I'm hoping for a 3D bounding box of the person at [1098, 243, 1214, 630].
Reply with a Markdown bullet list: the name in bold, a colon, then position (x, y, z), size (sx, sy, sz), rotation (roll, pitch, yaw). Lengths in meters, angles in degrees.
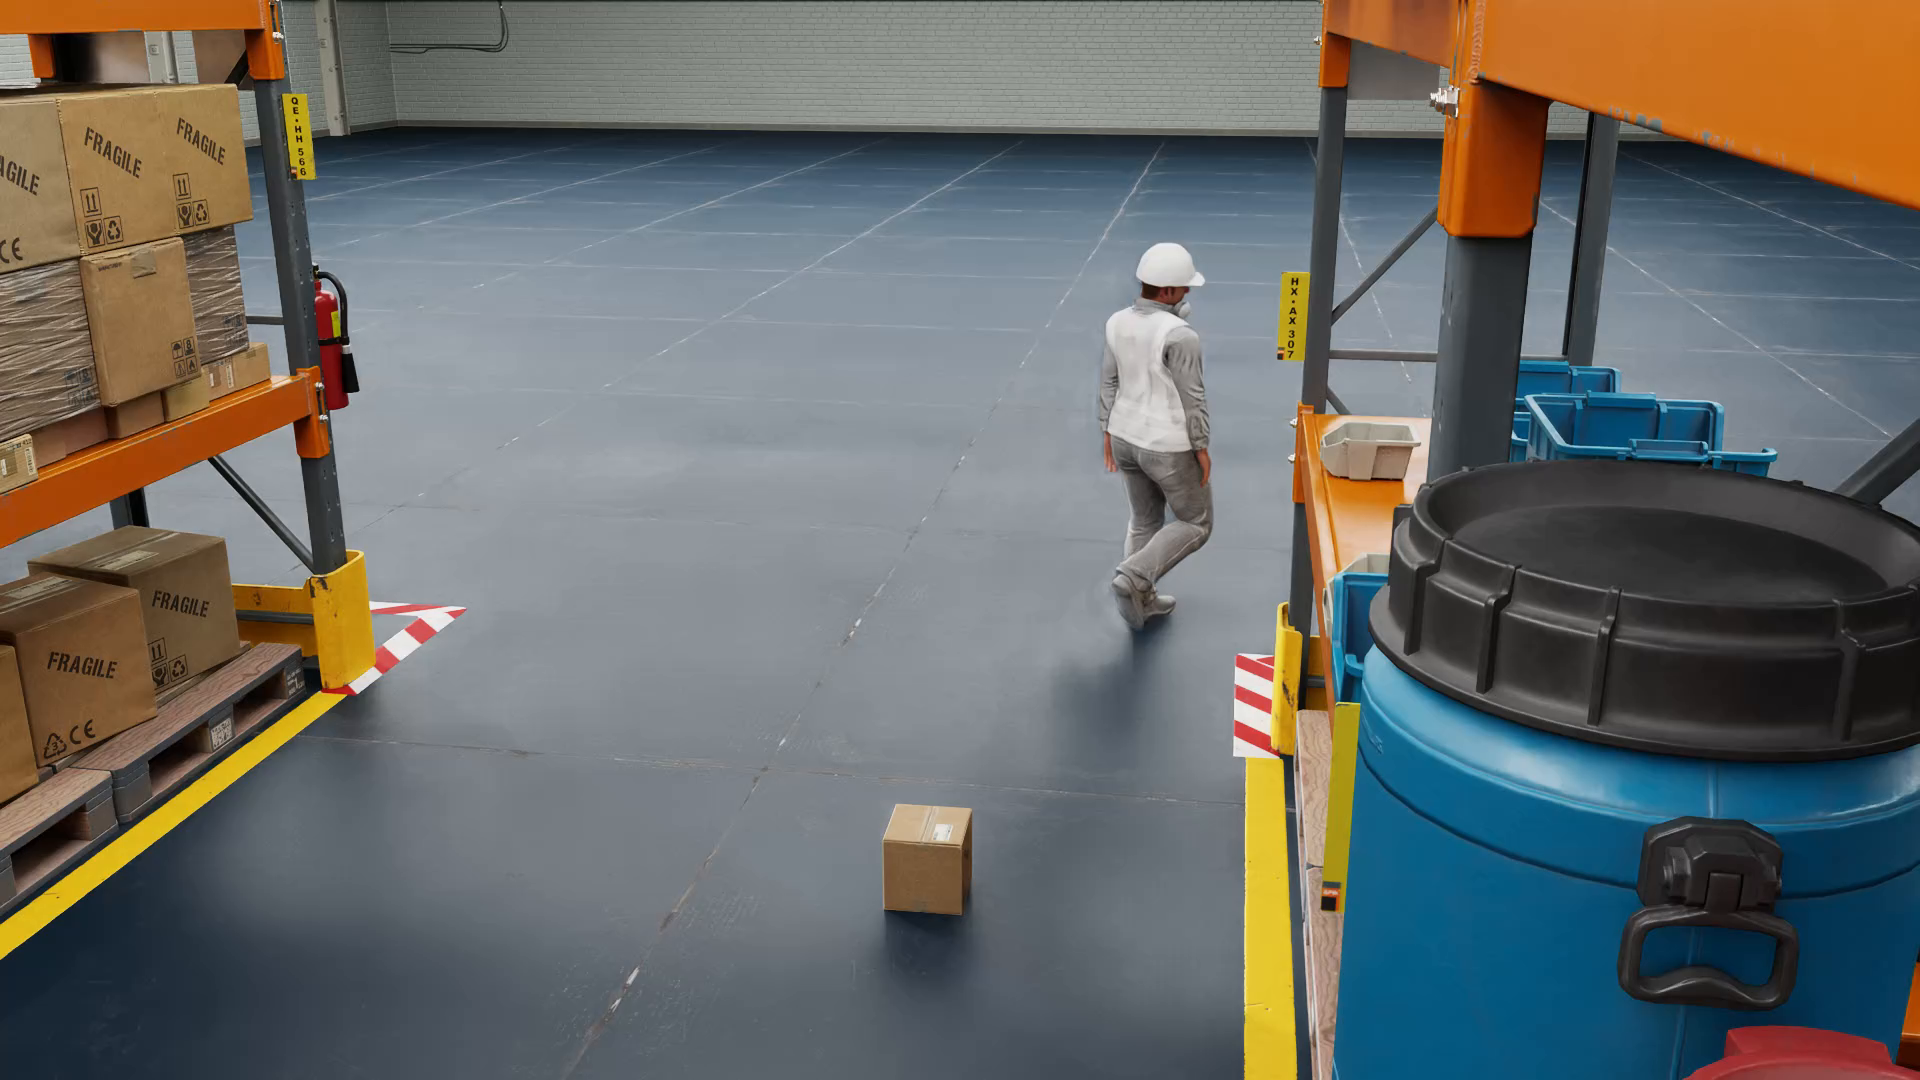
- **person**: position (0.857, -0.432, 7.303), size (0.594, 1.751, 0.562), rotation (-15, 23, -39)
